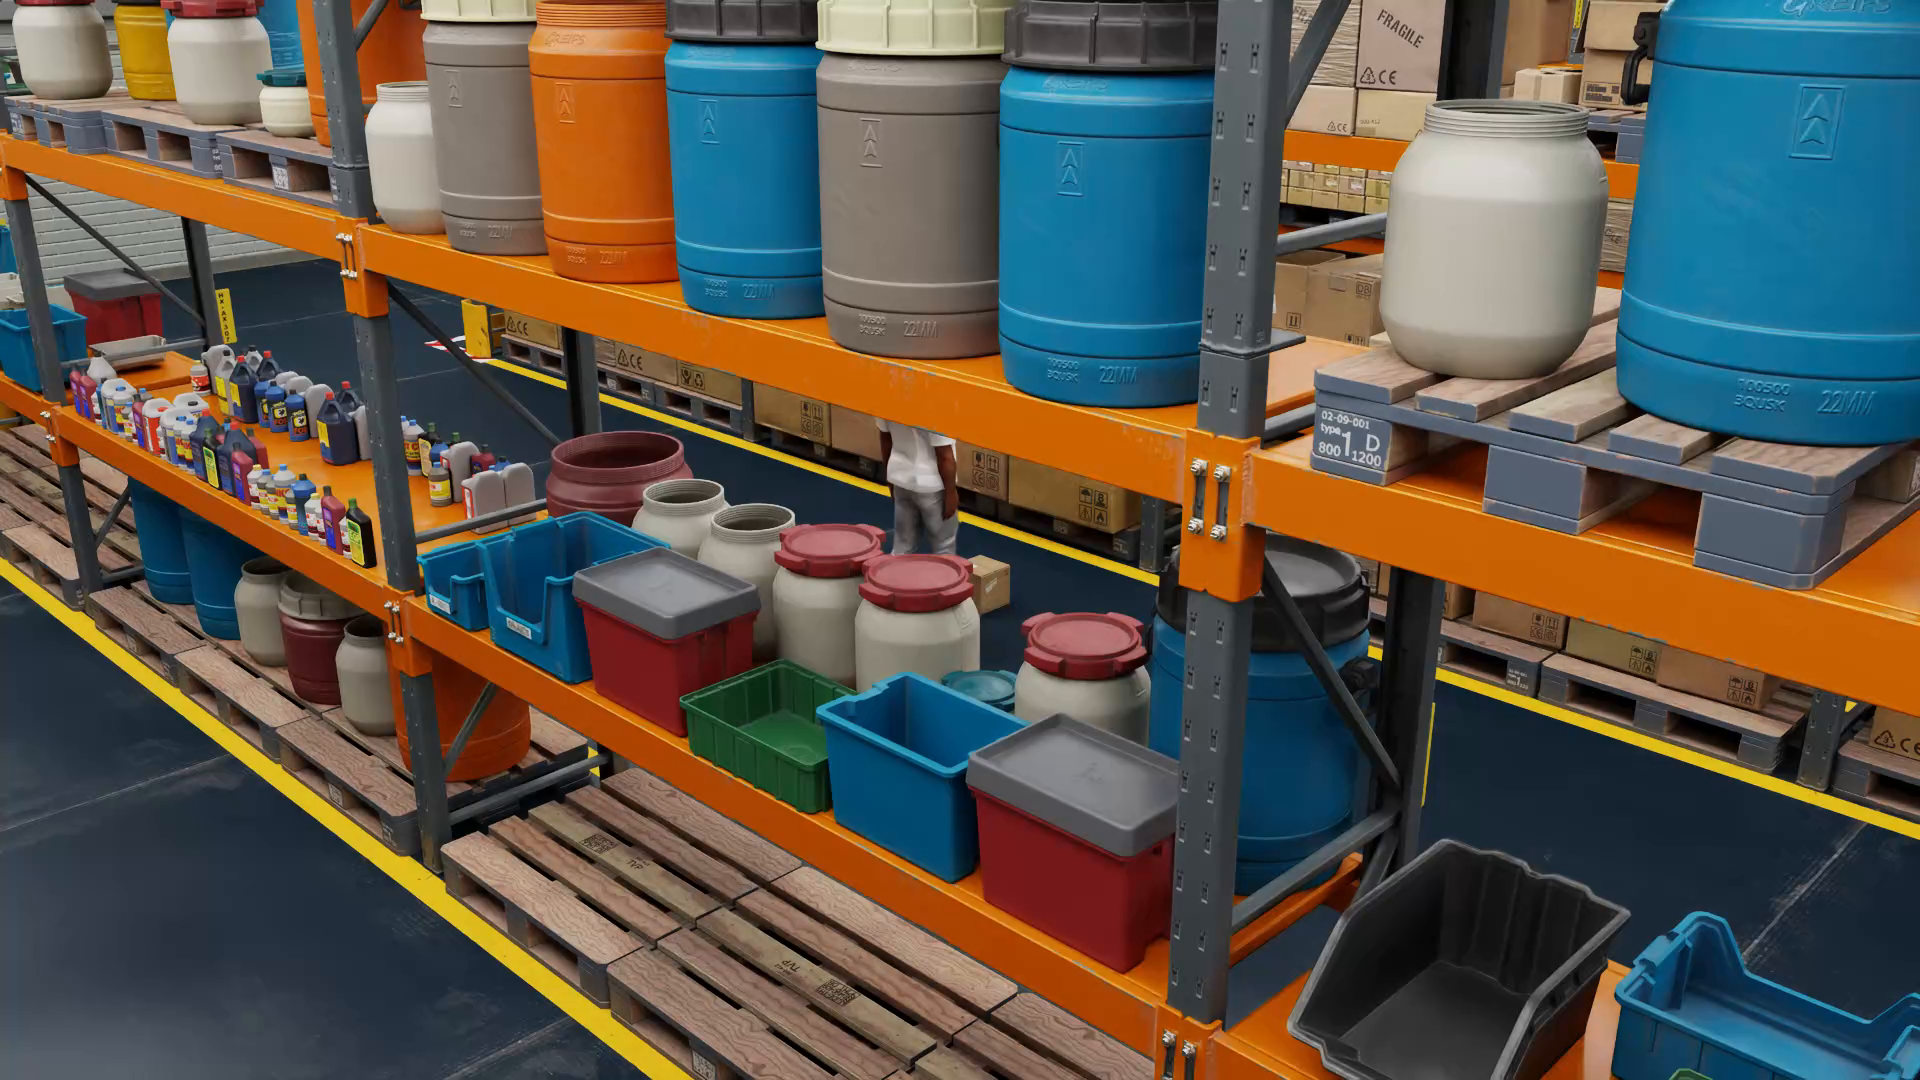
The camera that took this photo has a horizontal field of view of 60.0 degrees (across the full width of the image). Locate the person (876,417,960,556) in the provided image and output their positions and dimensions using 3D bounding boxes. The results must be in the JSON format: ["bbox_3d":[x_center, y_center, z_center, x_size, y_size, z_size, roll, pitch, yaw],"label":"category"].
[{"bbox_3d":[-0.202,-0.322,9.421,0.428,1.770,0.562,-19,28,-41],"label":"person"}]
